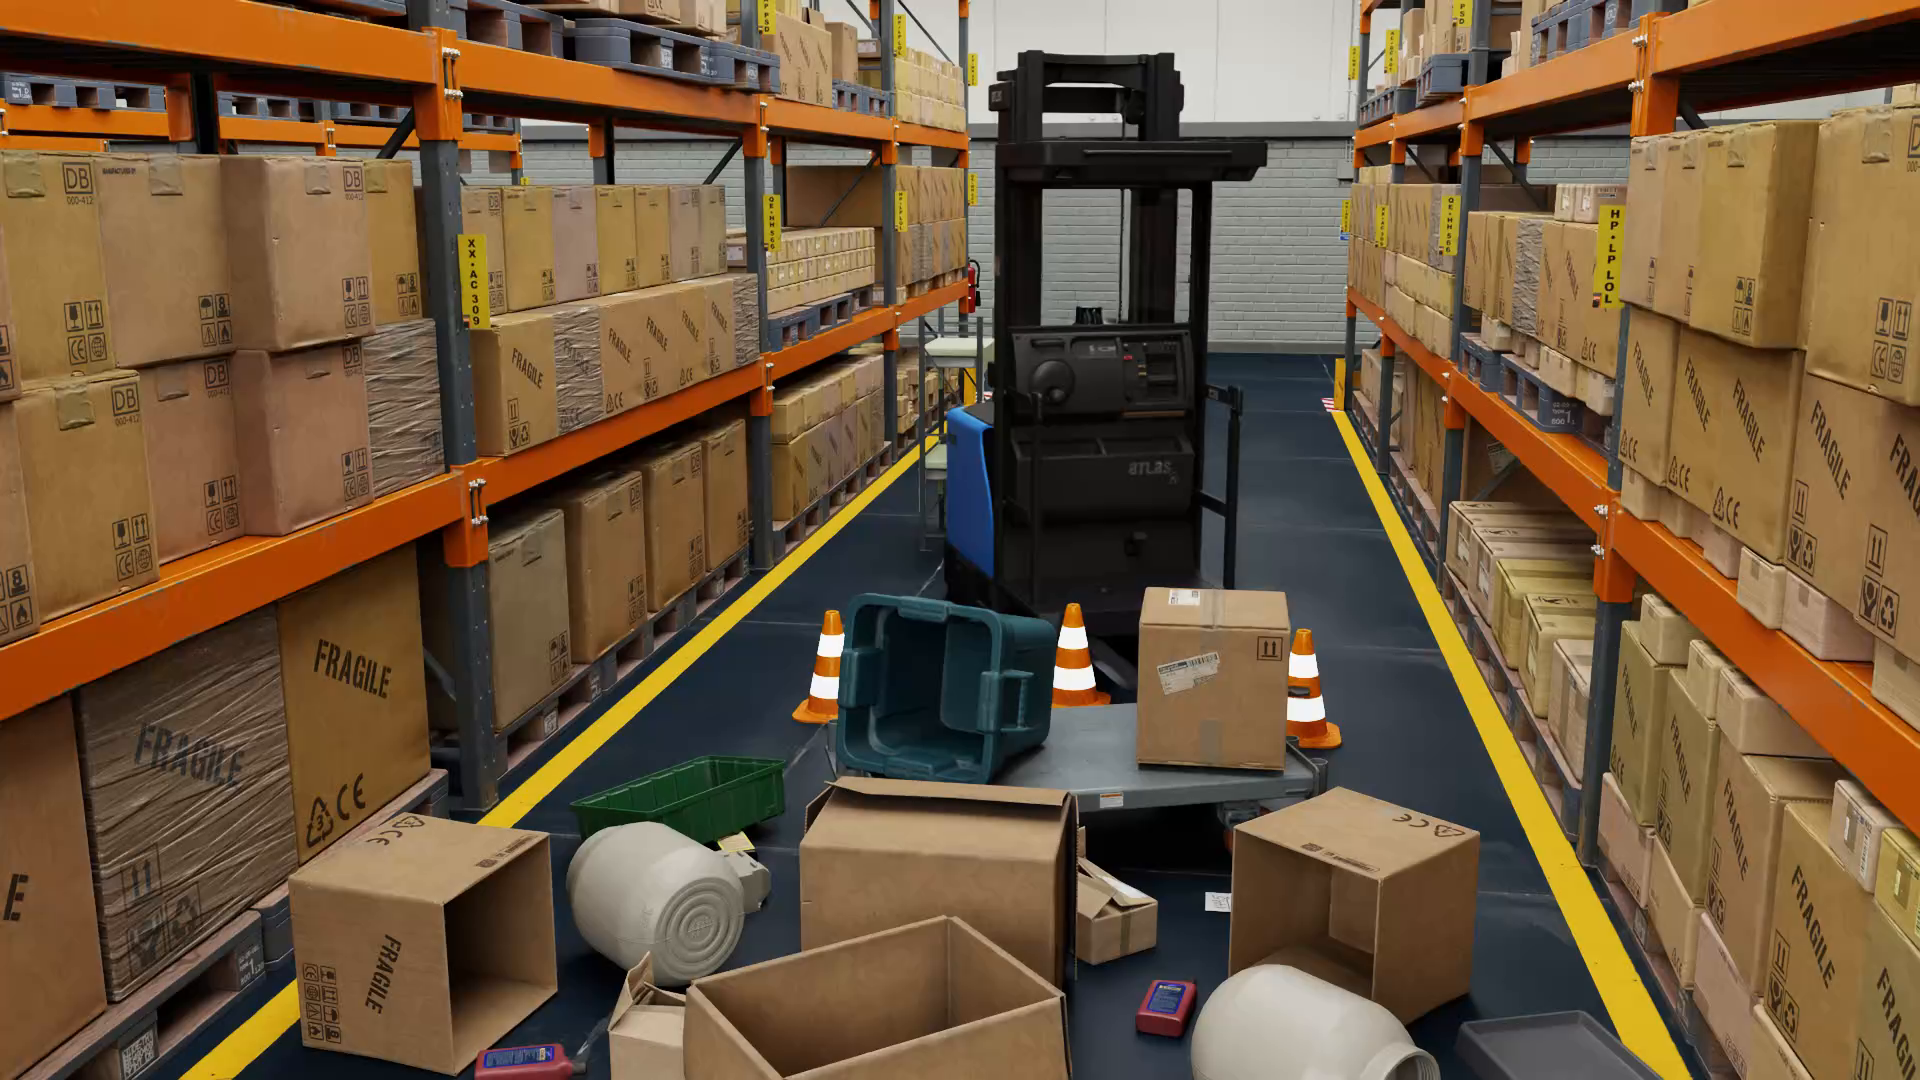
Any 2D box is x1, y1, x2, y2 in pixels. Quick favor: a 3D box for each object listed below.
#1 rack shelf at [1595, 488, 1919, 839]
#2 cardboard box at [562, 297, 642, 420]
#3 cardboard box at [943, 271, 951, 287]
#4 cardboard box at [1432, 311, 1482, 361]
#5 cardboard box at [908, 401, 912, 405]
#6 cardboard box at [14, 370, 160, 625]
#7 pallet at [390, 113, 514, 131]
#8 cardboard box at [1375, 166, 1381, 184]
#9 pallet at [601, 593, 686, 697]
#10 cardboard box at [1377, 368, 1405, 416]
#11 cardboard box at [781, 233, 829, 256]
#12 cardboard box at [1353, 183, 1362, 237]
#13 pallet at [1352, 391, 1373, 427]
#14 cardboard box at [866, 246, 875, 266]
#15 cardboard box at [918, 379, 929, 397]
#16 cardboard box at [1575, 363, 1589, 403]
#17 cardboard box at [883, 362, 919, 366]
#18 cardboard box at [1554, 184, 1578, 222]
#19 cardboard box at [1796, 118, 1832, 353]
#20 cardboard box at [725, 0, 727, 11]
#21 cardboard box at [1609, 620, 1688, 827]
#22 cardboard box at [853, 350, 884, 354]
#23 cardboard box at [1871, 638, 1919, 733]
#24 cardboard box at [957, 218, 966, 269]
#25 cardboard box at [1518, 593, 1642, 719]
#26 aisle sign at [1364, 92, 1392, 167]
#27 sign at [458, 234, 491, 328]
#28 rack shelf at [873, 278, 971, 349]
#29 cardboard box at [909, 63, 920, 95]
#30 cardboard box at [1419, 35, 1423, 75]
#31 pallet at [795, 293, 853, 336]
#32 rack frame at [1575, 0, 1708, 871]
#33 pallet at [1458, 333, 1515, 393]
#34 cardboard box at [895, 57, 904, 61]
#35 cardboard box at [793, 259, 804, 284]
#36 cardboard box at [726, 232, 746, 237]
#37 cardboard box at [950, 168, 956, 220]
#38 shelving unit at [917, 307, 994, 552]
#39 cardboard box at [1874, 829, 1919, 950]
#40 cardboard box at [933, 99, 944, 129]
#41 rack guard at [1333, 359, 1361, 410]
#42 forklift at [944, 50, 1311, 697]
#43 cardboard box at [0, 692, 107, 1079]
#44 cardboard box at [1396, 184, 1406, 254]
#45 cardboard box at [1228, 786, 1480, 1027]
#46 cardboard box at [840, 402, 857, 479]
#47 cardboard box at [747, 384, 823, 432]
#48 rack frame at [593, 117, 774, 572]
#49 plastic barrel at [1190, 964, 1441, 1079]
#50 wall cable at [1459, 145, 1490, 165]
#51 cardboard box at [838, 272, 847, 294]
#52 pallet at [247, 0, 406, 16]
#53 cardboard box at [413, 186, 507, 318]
[{"bbox_3d":[2.339,0.441,3.535,1.077,0.370,4.000,2,12,9],"label":"rack shelf"},{"bbox_3d":[-1.756,-0.825,7.465,0.500,0.500,0.500,2,12,8],"label":"cardboard box"},{"bbox_3d":[-0.300,-2.608,16.569,0.380,0.149,0.250,2,12,10],"label":"cardboard box"},{"bbox_3d":[3.083,-1.200,9.799,0.500,0.250,0.500,1,12,7],"label":"cardboard box"},{"bbox_3d":[-0.638,-1.172,15.083,0.380,0.149,0.250,2,12,7],"label":"cardboard box"},{"bbox_3d":[-2.549,-0.125,4.099,0.875,0.550,0.500,2,12,9],"label":"cardboard box"},{"bbox_3d":[-5.403,-4.415,17.448,1.003,0.211,1.213,2,12,9],"label":"pallet"},{"bbox_3d":[3.892,-3.237,14.745,0.380,0.149,0.250,2,12,9],"label":"cardboard box"},{"bbox_3d":[-2.030,0.479,8.270,1.003,0.211,1.213,2,12,9],"label":"pallet"},{"bbox_3d":[4.217,-1.259,14.800,0.875,0.438,0.875,2,12,7],"label":"cardboard box"},{"bbox_3d":[-1.139,-2.088,11.749,0.380,0.149,0.250,2,12,8],"label":"cardboard box"},{"bbox_3d":[4.065,-3.164,15.946,0.500,0.500,0.500,2,12,7],"label":"cardboard box"},{"bbox_3d":[4.447,-1.293,16.492,1.003,0.211,1.213,2,12,9],"label":"pallet"},{"bbox_3d":[-0.895,-2.271,13.302,0.380,0.149,0.250,2,12,10],"label":"cardboard box"},{"bbox_3d":[-0.494,-1.425,15.548,0.380,0.149,0.250,2,12,8],"label":"cardboard box"},{"bbox_3d":[2.511,-0.580,6.164,0.380,0.149,0.250,2,12,7],"label":"cardboard box"},{"bbox_3d":[-0.583,-1.574,15.534,0.380,0.149,0.250,1,12,6],"label":"cardboard box"},{"bbox_3d":[2.607,-1.349,6.653,0.380,0.149,0.250,1,12,6],"label":"cardboard box"},{"bbox_3d":[2.171,-0.605,3.364,0.700,0.500,0.500,2,12,8],"label":"cardboard box"},{"bbox_3d":[-1.661,-3.550,11.170,0.396,0.266,0.258,2,12,9],"label":"cardboard box"},{"bbox_3d":[2.289,0.559,5.029,0.500,0.500,0.500,2,12,11],"label":"cardboard box"},{"bbox_3d":[-0.876,-1.805,16.607,0.380,0.149,0.250,1,12,6],"label":"cardboard box"},{"bbox_3d":[2.006,0.275,3.194,0.380,0.149,0.250,2,12,8],"label":"cardboard box"},{"bbox_3d":[-0.229,-3.057,17.115,0.500,0.500,0.500,2,12,10],"label":"cardboard box"},{"bbox_3d":[2.832,0.493,6.826,0.950,0.372,0.625,3,12,12],"label":"cardboard box"},{"bbox_3d":[4.217,-4.120,16.822,0.394,0.787,0.004,2,12,9],"label":"aisle sign"},{"bbox_3d":[-1.711,-0.911,5.857,0.100,0.325,0.005,2,12,9],"label":"sign"},{"bbox_3d":[-0.722,-2.197,15.773,1.077,0.370,4.000,2,12,9],"label":"rack shelf"},{"bbox_3d":[-0.637,-3.965,14.322,0.500,0.250,0.500,2,12,8],"label":"cardboard box"},{"bbox_3d":[3.250,-3.229,11.061,0.396,0.266,0.258,3,13,13],"label":"cardboard box"},{"bbox_3d":[-1.381,-1.619,11.840,1.003,0.211,1.213,2,12,9],"label":"pallet"},{"bbox_3d":[2.647,-0.327,5.392,1.000,3.000,0.127,2,12,9],"label":"rack frame"},{"bbox_3d":[3.258,-0.914,8.571,1.213,0.211,1.003,2,12,9],"label":"pallet"},{"bbox_3d":[-0.670,-4.072,13.873,0.380,0.149,0.250,1,12,6],"label":"cardboard box"},{"bbox_3d":[-1.256,-1.786,11.054,0.380,0.149,0.250,2,12,9],"label":"cardboard box"},{"bbox_3d":[-1.742,-2.169,12.125,0.380,0.149,0.250,2,12,11],"label":"cardboard box"},{"bbox_3d":[-0.317,-3.439,16.513,0.500,0.500,0.500,1,12,7],"label":"cardboard box"},{"bbox_3d":[-0.001,-0.732,10.829,0.431,1.500,0.755,2,12,9],"label":"shelving unit"},{"bbox_3d":[1.929,0.655,3.046,0.380,0.149,0.250,2,12,10],"label":"cardboard box"},{"bbox_3d":[-0.446,-3.934,15.362,0.500,0.250,0.500,2,12,11],"label":"cardboard box"},{"bbox_3d":[4.496,-1.608,17.269,1.175,0.500,0.348,2,12,9],"label":"rack guard"},{"bbox_3d":[0.769,-0.862,8.038,1.130,2.935,3.031,-3,13,-14],"label":"forklift"},{"bbox_3d":[-2.703,0.873,3.869,0.875,0.875,0.875,2,12,8],"label":"cardboard box"},{"bbox_3d":[3.475,-2.341,12.126,0.500,0.500,0.500,2,12,8],"label":"cardboard box"},{"bbox_3d":[1.138,1.073,4.824,0.500,0.500,0.500,-10,16,-40],"label":"cardboard box"},{"bbox_3d":[-1.057,-0.740,12.242,0.500,0.500,0.500,2,12,7],"label":"cardboard box"},{"bbox_3d":[-1.221,-0.890,11.161,0.500,0.250,0.500,2,12,8],"label":"cardboard box"},{"bbox_3d":[-1.644,-1.299,9.902,1.000,3.000,0.127,2,12,9],"label":"rack frame"},{"bbox_3d":[0.854,1.286,4.022,0.421,0.421,0.512,-10,16,-40],"label":"plastic barrel"},{"bbox_3d":[6.740,-4.453,22.124,0.588,1.984,0.122,2,12,9],"label":"wall cable"},{"bbox_3d":[-1.050,-1.909,12.331,0.380,0.149,0.250,1,12,6],"label":"cardboard box"},{"bbox_3d":[-2.396,-1.720,4.943,1.003,0.211,1.213,2,12,9],"label":"pallet"},{"bbox_3d":[-2.189,-1.108,6.403,0.700,0.500,0.500,2,12,8],"label":"cardboard box"}]
